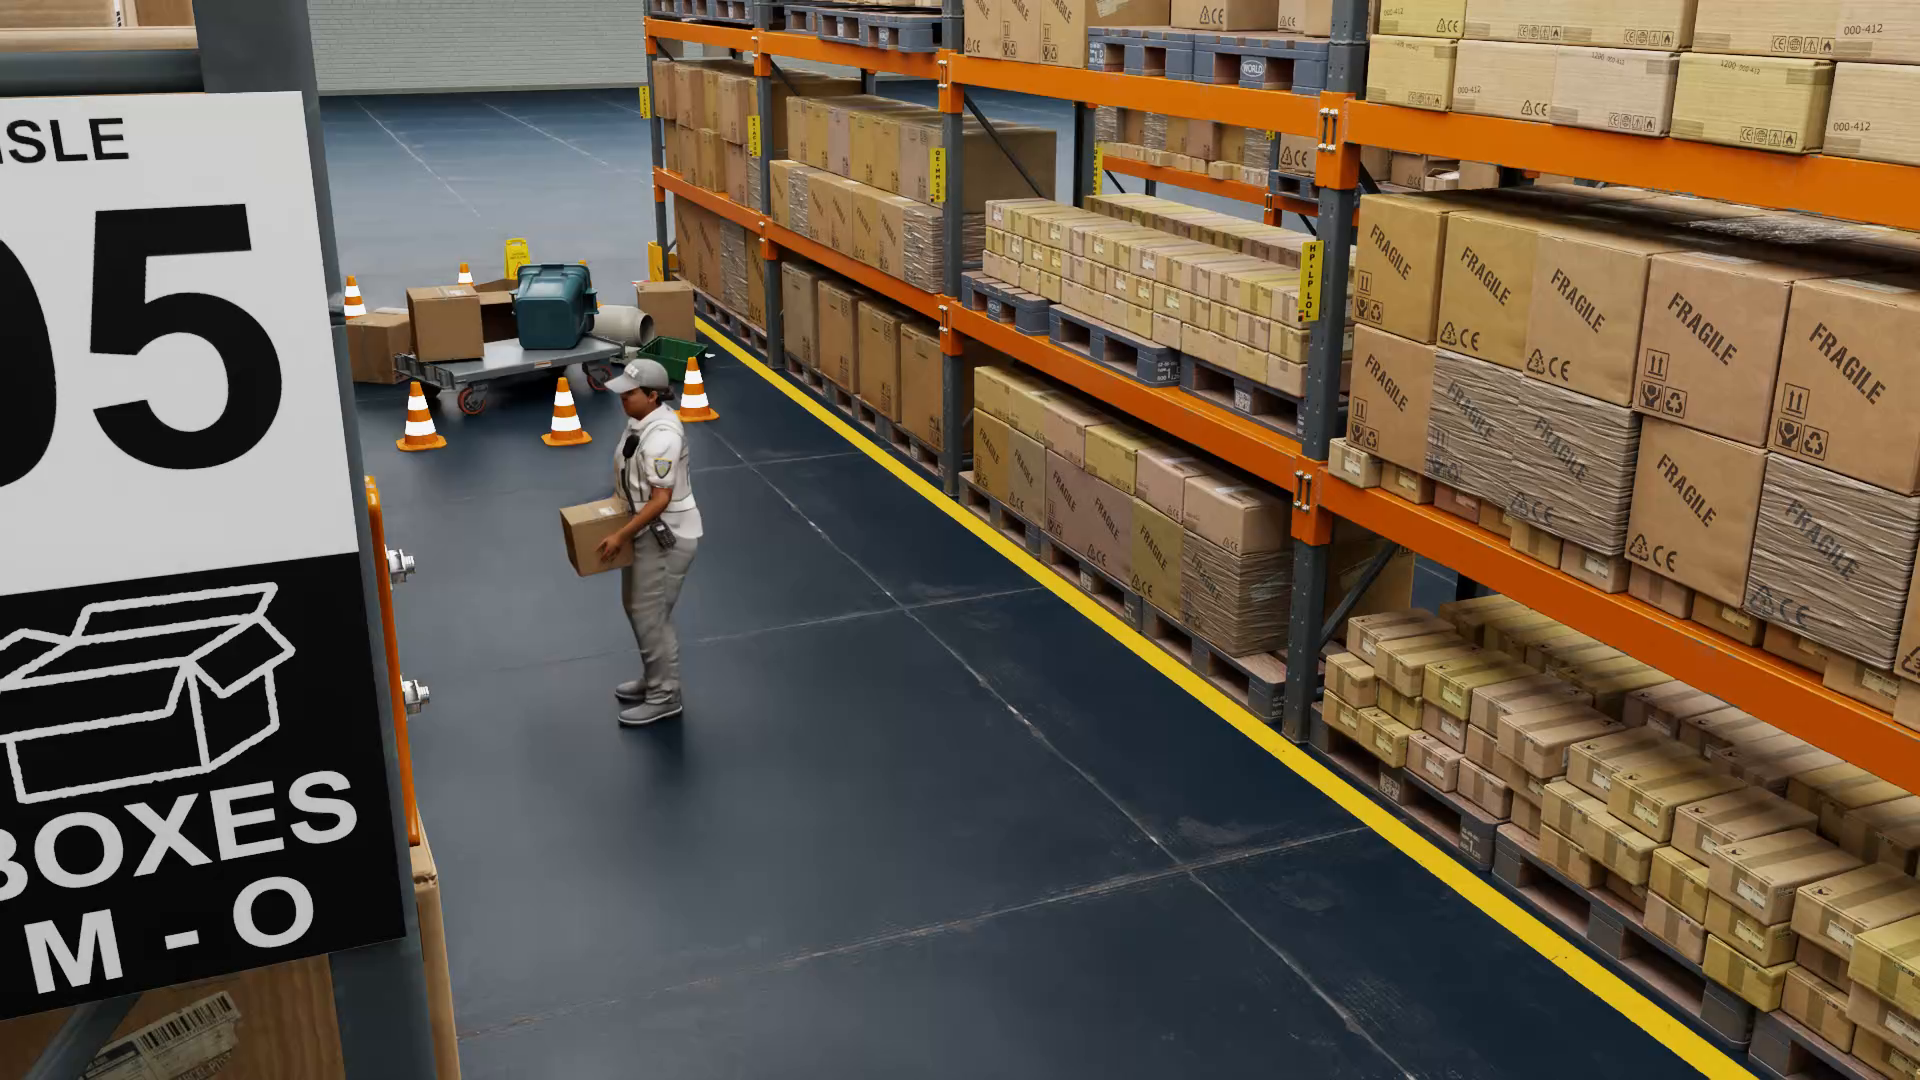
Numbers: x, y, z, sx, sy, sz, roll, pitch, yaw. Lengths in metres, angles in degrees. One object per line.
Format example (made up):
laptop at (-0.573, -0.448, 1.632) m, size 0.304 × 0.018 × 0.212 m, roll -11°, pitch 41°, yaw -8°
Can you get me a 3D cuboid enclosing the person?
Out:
person at (-1.430, -0.003, 7.556) m, size 0.490 × 1.671 × 0.493 m, roll -8°, pitch 21°, yaw -23°
